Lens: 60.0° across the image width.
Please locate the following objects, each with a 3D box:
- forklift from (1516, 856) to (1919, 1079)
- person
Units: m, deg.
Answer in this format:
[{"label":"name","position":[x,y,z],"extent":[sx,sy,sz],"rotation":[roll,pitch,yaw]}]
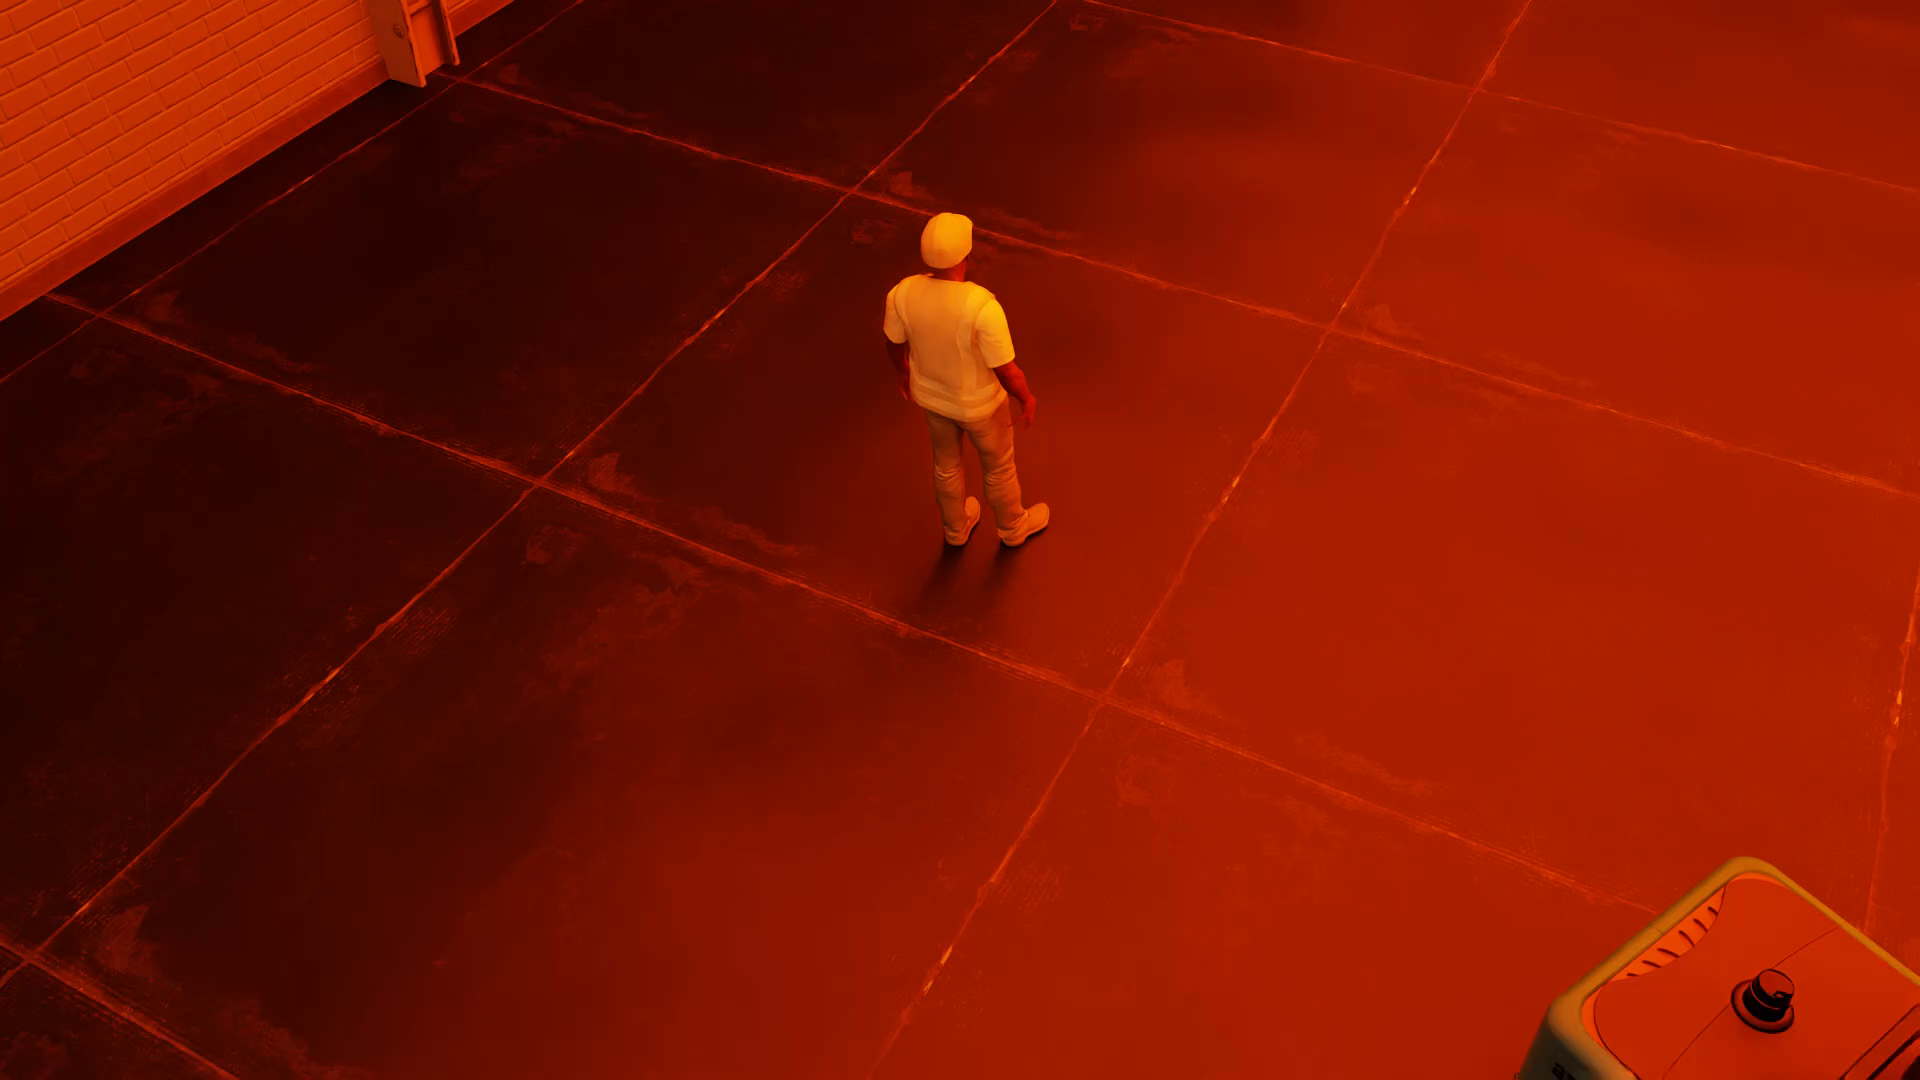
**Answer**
[{"label":"forklift","position":[2.958,1.691,3.859],"extent":[1.130,2.935,3.031],"rotation":[-27,49,-26]},{"label":"person","position":[0.038,-0.688,7.223],"extent":[0.665,1.765,0.577],"rotation":[20,47,20]}]
